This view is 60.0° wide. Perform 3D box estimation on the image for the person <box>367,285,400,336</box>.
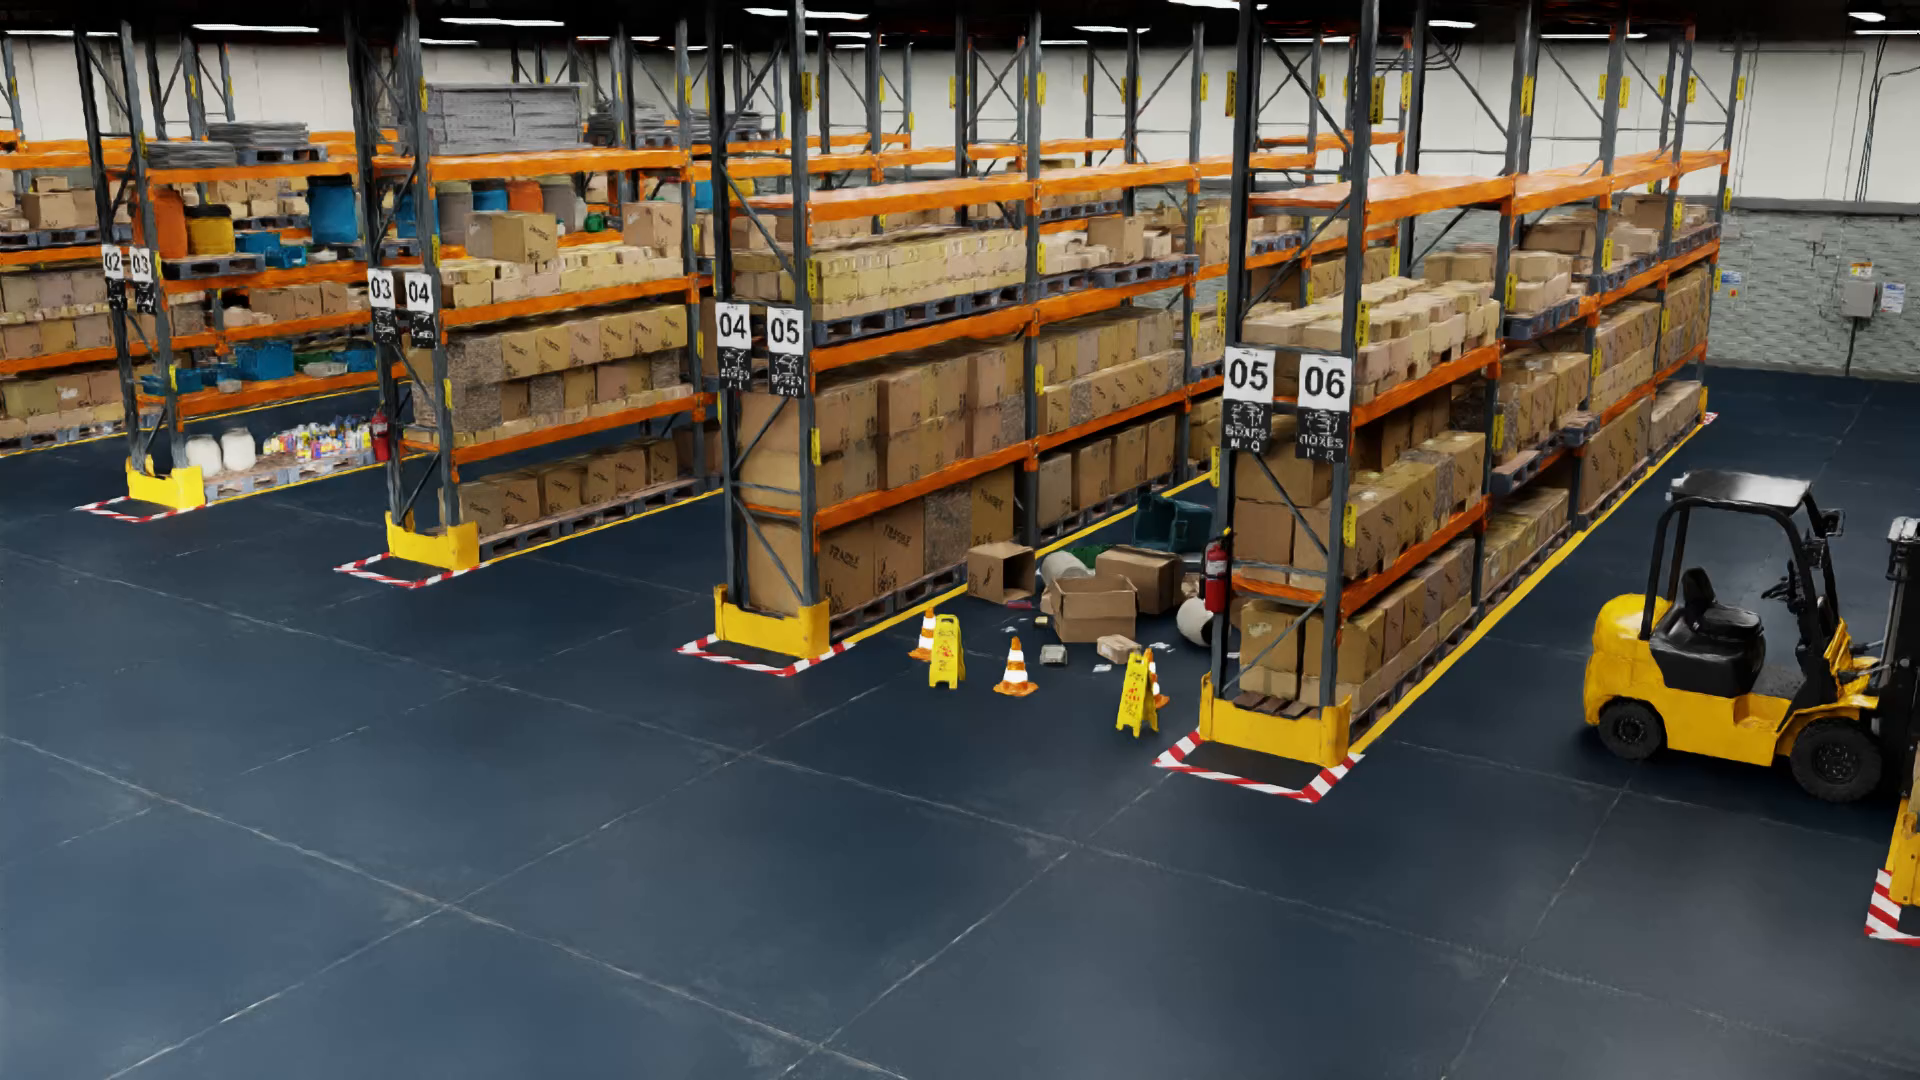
[{"bbox_3d":[-11.271,-4.538,32.339,0.591,1.716,1.042,9,18,30],"label":"person"}]
